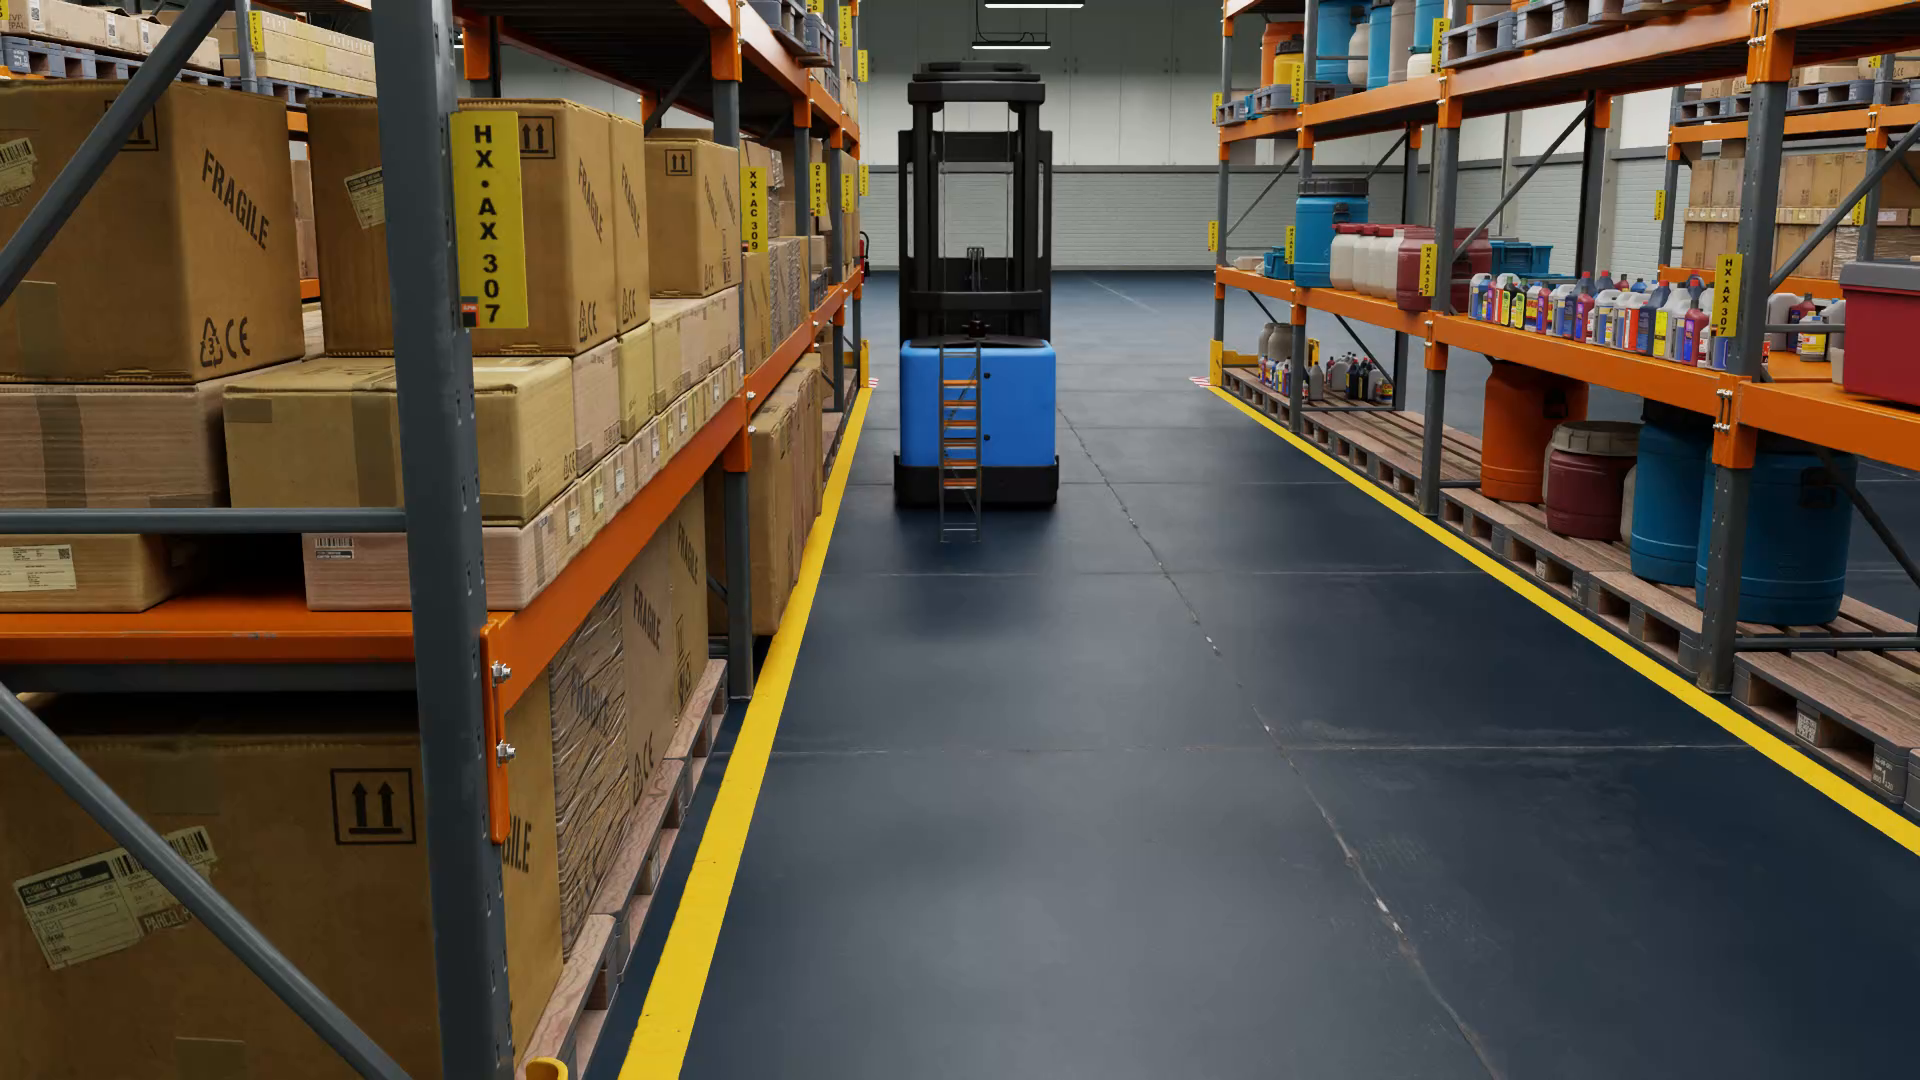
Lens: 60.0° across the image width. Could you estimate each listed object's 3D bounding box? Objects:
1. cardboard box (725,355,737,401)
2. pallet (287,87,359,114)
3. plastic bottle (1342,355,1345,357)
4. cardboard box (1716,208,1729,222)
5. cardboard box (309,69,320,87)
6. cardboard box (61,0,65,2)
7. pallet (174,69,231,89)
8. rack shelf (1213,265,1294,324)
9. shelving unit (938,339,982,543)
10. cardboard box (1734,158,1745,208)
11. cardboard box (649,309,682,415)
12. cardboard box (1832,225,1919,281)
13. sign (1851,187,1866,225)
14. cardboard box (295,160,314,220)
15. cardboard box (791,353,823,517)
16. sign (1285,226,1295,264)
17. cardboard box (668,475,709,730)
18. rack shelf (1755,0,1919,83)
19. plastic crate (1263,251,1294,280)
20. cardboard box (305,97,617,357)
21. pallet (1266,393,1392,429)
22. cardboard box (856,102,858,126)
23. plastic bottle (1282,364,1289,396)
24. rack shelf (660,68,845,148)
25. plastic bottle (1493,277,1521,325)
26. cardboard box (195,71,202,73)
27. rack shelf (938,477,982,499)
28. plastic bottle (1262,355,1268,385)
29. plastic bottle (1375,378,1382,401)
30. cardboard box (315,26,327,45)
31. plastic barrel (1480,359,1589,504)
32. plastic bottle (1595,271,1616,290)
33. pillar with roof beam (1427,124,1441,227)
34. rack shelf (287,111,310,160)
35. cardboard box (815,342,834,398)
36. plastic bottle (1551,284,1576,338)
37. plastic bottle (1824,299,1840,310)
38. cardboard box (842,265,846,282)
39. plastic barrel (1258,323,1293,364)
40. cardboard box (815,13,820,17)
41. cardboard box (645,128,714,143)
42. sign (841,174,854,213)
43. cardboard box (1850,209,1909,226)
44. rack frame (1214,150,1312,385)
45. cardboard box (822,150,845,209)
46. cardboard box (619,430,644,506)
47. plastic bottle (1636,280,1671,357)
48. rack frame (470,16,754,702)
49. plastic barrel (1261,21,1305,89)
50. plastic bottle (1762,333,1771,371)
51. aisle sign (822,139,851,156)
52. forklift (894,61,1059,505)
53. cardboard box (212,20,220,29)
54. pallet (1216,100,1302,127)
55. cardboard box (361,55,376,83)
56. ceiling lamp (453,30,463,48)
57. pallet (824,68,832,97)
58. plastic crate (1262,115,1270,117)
[{"bbox_3d":[-1.016,-0.584,6.026,0.380,0.149,0.250,0,11,0],"label":"cardboard box"},{"bbox_3d":[-6.511,-4.239,16.088,1.003,0.211,1.213,0,11,-1],"label":"pallet"},{"bbox_3d":[3.845,-1.722,16.726,0.061,0.283,0.133,0,11,0],"label":"plastic bottle"},{"bbox_3d":[8.108,-3.379,17.287,0.380,0.149,0.250,0,11,-2],"label":"cardboard box"},{"bbox_3d":[-6.173,-4.286,15.419,0.380,0.149,0.250,0,11,-2],"label":"cardboard box"},{"bbox_3d":[-6.715,-3.731,11.802,0.500,0.500,0.500,0,11,-1],"label":"cardboard box"},{"bbox_3d":[-6.414,-3.602,13.207,0.805,0.209,1.217,-1,11,-3],"label":"pallet"},{"bbox_3d":[3.390,-2.473,16.516,1.077,0.370,4.000,0,11,-1],"label":"rack shelf"},{"bbox_3d":[0.000,-0.591,9.954,0.258,1.200,0.189,0,11,-1],"label":"shelving unit"},{"bbox_3d":[8.326,-3.620,16.844,0.700,0.500,0.500,0,11,-1],"label":"cardboard box"},{"bbox_3d":[-1.053,-0.498,4.601,0.500,0.250,0.500,0,11,-2],"label":"cardboard box"},{"bbox_3d":[8.368,-2.585,15.007,0.700,0.500,0.500,-1,11,-3],"label":"cardboard box"},{"bbox_3d":[7.828,-2.909,14.475,0.100,0.325,0.005,0,11,-1],"label":"sign"},{"bbox_3d":[-6.457,-3.301,15.692,0.875,0.550,0.550,0,11,-1],"label":"cardboard box"},{"bbox_3d":[-1.445,-0.640,9.958,1.225,0.875,0.875,-1,11,-4],"label":"cardboard box"},{"bbox_3d":[2.881,-2.564,14.457,0.100,0.325,0.005,0,11,-1],"label":"sign"},{"bbox_3d":[-1.422,0.149,6.067,0.875,0.875,0.875,0,11,-1],"label":"cardboard box"},{"bbox_3d":[3.638,-1.558,4.460,1.077,0.370,4.000,0,11,-1],"label":"rack shelf"},{"bbox_3d":[3.137,-2.574,15.579,0.499,0.251,0.616,0,11,-1],"label":"plastic crate"},{"bbox_3d":[-1.023,-0.658,3.503,0.500,0.500,0.500,-1,11,-3],"label":"cardboard box"},{"bbox_3d":[3.459,-1.196,15.421,1.003,0.211,1.213,0,11,-1],"label":"pallet"},{"bbox_3d":[-1.340,-4.505,17.554,0.500,0.250,0.500,0,11,0],"label":"cardboard box"},{"bbox_3d":[3.080,-1.510,15.684,0.061,0.283,0.133,1,11,3],"label":"plastic bottle"},{"bbox_3d":[-1.480,-3.128,12.198,1.077,0.370,4.000,0,11,-1],"label":"rack shelf"},{"bbox_3d":[3.209,-1.393,9.694,0.152,0.276,0.135,0,11,-1],"label":"plastic bottle"},{"bbox_3d":[-6.809,-4.081,14.409,0.380,0.149,0.250,0,11,-1],"label":"cardboard box"},{"bbox_3d":[0.000,-0.312,10.011,0.258,0.103,0.180,0,11,-1],"label":"rack shelf"},{"bbox_3d":[3.061,-1.701,16.626,0.061,0.283,0.133,0,11,0],"label":"plastic bottle"},{"bbox_3d":[3.858,-1.378,15.240,0.097,0.201,0.097,0,11,0],"label":"plastic bottle"},{"bbox_3d":[-6.177,-4.727,15.590,0.380,0.149,0.250,0,11,-1],"label":"cardboard box"},{"bbox_3d":[3.541,-0.678,10.261,0.600,0.830,0.708,0,11,-1],"label":"plastic barrel"},{"bbox_3d":[3.377,-1.242,8.760,0.144,0.351,0.185,0,11,-1],"label":"plastic bottle"},{"bbox_3d":[9.208,-12.015,46.648,9.100,9.000,0.548,0,11,-1],"label":"pillar with roof beam"},{"bbox_3d":[-6.523,-3.923,16.116,1.077,0.370,4.000,0,11,-1],"label":"rack shelf"},{"bbox_3d":[-1.509,-1.582,15.545,0.500,0.500,0.500,4,12,17],"label":"cardboard box"},{"bbox_3d":[3.228,-1.210,8.789,0.152,0.276,0.135,0,11,-1],"label":"plastic bottle"},{"bbox_3d":[3.985,-0.965,7.593,0.097,0.271,0.097,0,11,0],"label":"plastic bottle"},{"bbox_3d":[-1.217,-2.379,14.872,0.380,0.149,0.250,0,11,-1],"label":"cardboard box"},{"bbox_3d":[3.438,-2.080,17.967,0.421,0.512,0.421,0,11,0],"label":"plastic barrel"},{"bbox_3d":[-1.198,-3.572,11.070,0.500,0.500,0.500,0,11,-1],"label":"cardboard box"},{"bbox_3d":[-1.377,-1.485,7.062,0.797,0.503,0.637,-1,11,-3],"label":"cardboard box"},{"bbox_3d":[-0.966,-2.979,14.284,0.100,0.325,0.005,0,11,-1],"label":"sign"},{"bbox_3d":[8.163,-2.868,14.769,0.380,0.149,0.250,0,11,-1],"label":"cardboard box"},{"bbox_3d":[3.348,-3.224,18.404,1.000,3.000,0.127,0,11,-1],"label":"rack frame"},{"bbox_3d":[-1.276,-3.183,14.692,0.500,0.500,0.500,0,11,-1],"label":"cardboard box"},{"bbox_3d":[-0.974,-0.176,4.013,0.380,0.149,0.250,0,11,-2],"label":"cardboard box"},{"bbox_3d":[3.246,-1.032,7.727,0.144,0.351,0.185,0,11,-1],"label":"plastic bottle"},{"bbox_3d":[-1.356,-0.818,6.546,1.000,3.000,0.127,0,11,-1],"label":"rack frame"},{"bbox_3d":[3.485,-5.014,17.548,0.600,0.830,0.708,0,11,-1],"label":"plastic barrel"},{"bbox_3d":[3.389,-0.822,7.067,0.097,0.201,0.097,0,11,0],"label":"plastic bottle"},{"bbox_3d":[-1.305,-4.491,18.112,0.394,0.787,0.004,0,11,-1],"label":"aisle sign"},{"bbox_3d":[0.105,-1.913,12.117,1.130,2.935,3.031,0,11,0],"label":"forklift"},{"bbox_3d":[-6.818,-4.572,14.825,0.380,0.149,0.250,0,11,-1],"label":"cardboard box"},{"bbox_3d":[3.268,-4.436,17.312,1.003,0.211,1.213,0,11,-1],"label":"pallet"},{"bbox_3d":[-6.266,-4.805,16.974,0.500,0.250,0.500,0,11,-1],"label":"cardboard box"},{"bbox_3d":[-13.152,-14.015,41.827,2.000,3.185,0.800,0,11,-1],"label":"ceiling lamp"},{"bbox_3d":[-1.590,-3.457,12.482,1.213,0.211,1.003,0,11,-1],"label":"pallet"},{"bbox_3d":[2.993,-4.087,15.778,0.243,0.136,0.396,0,11,-1],"label":"plastic crate"}]
